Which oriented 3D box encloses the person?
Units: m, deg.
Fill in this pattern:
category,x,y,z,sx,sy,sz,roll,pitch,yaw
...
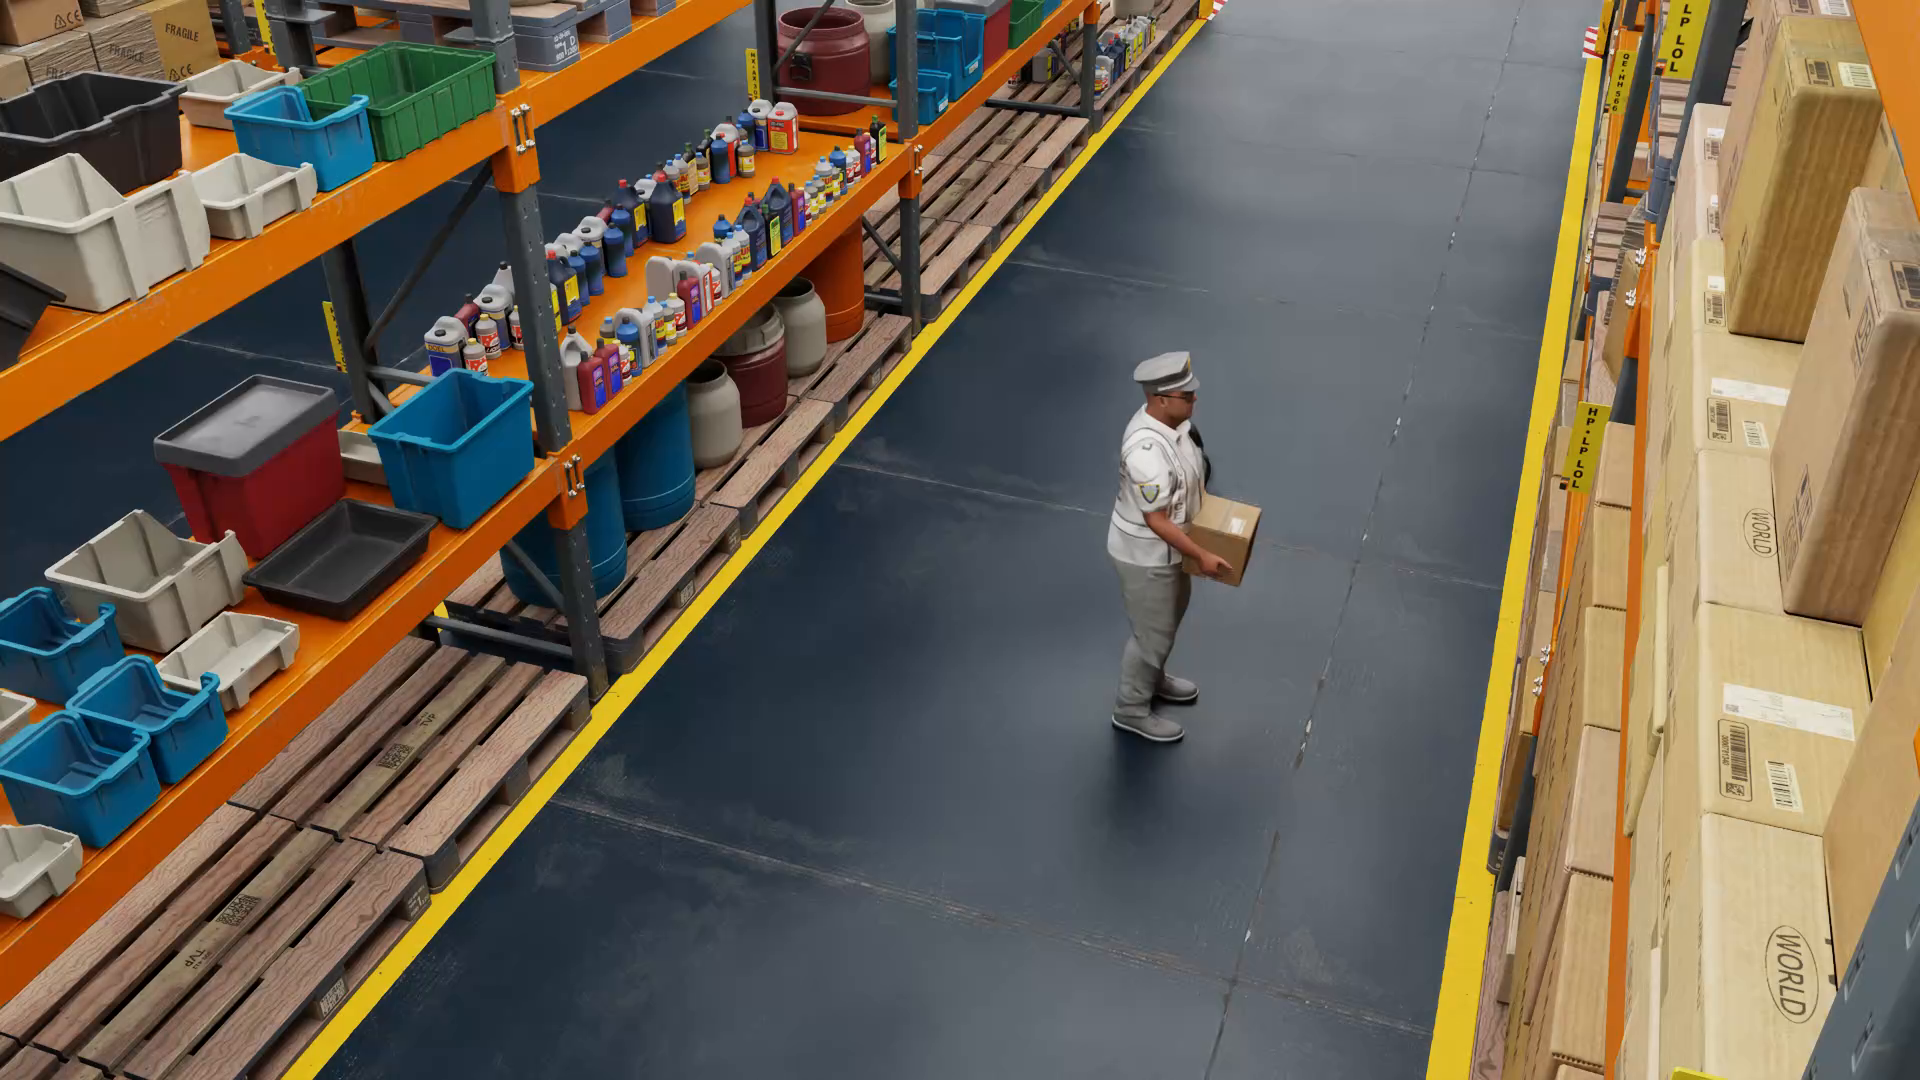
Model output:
category,x,y,z,sx,sy,sz,roll,pitch,yaw
person,0.914,0.024,7.071,0.545,1.775,0.521,11,35,16
